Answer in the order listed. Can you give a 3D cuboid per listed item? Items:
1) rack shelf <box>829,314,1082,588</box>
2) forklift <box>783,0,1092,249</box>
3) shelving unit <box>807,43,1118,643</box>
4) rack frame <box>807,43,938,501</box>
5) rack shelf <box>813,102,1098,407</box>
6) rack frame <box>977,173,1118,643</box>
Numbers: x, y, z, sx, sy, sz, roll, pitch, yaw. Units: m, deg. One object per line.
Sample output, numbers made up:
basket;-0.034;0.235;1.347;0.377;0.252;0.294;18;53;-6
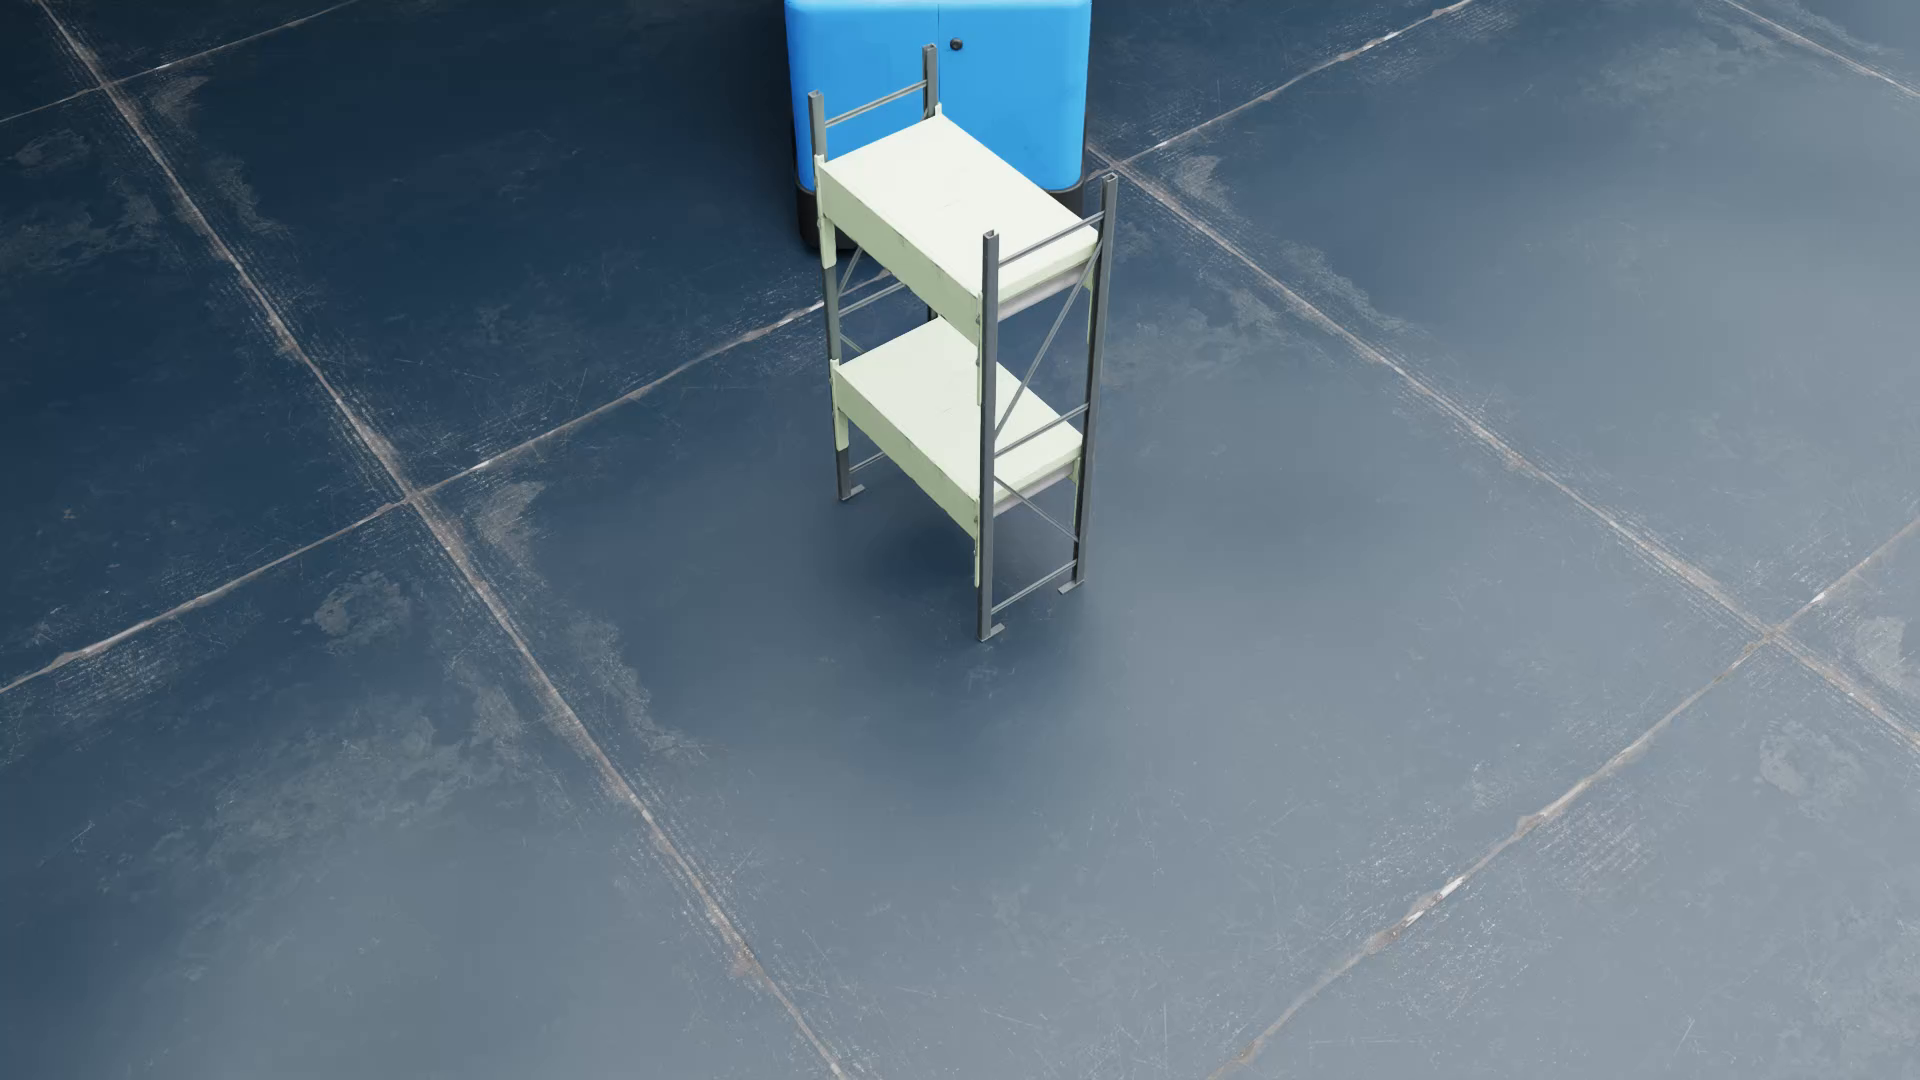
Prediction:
rack shelf;-0.004;-0.289;4.939;0.431;0.370;0.720;-29;54;-24
forklift;-0.104;-3.136;6.114;1.130;2.935;3.031;-1;48;-1
shelving unit;-0.004;-0.508;4.698;0.431;1.500;0.755;-29;54;-24
rack frame;-0.226;-0.723;4.894;0.400;1.500;0.023;-29;54;-24
rack shelf;-0.004;-0.770;4.409;0.431;0.370;0.720;-29;54;-24
rack frame;0.218;-0.292;4.502;0.400;1.500;0.023;-29;54;-24
